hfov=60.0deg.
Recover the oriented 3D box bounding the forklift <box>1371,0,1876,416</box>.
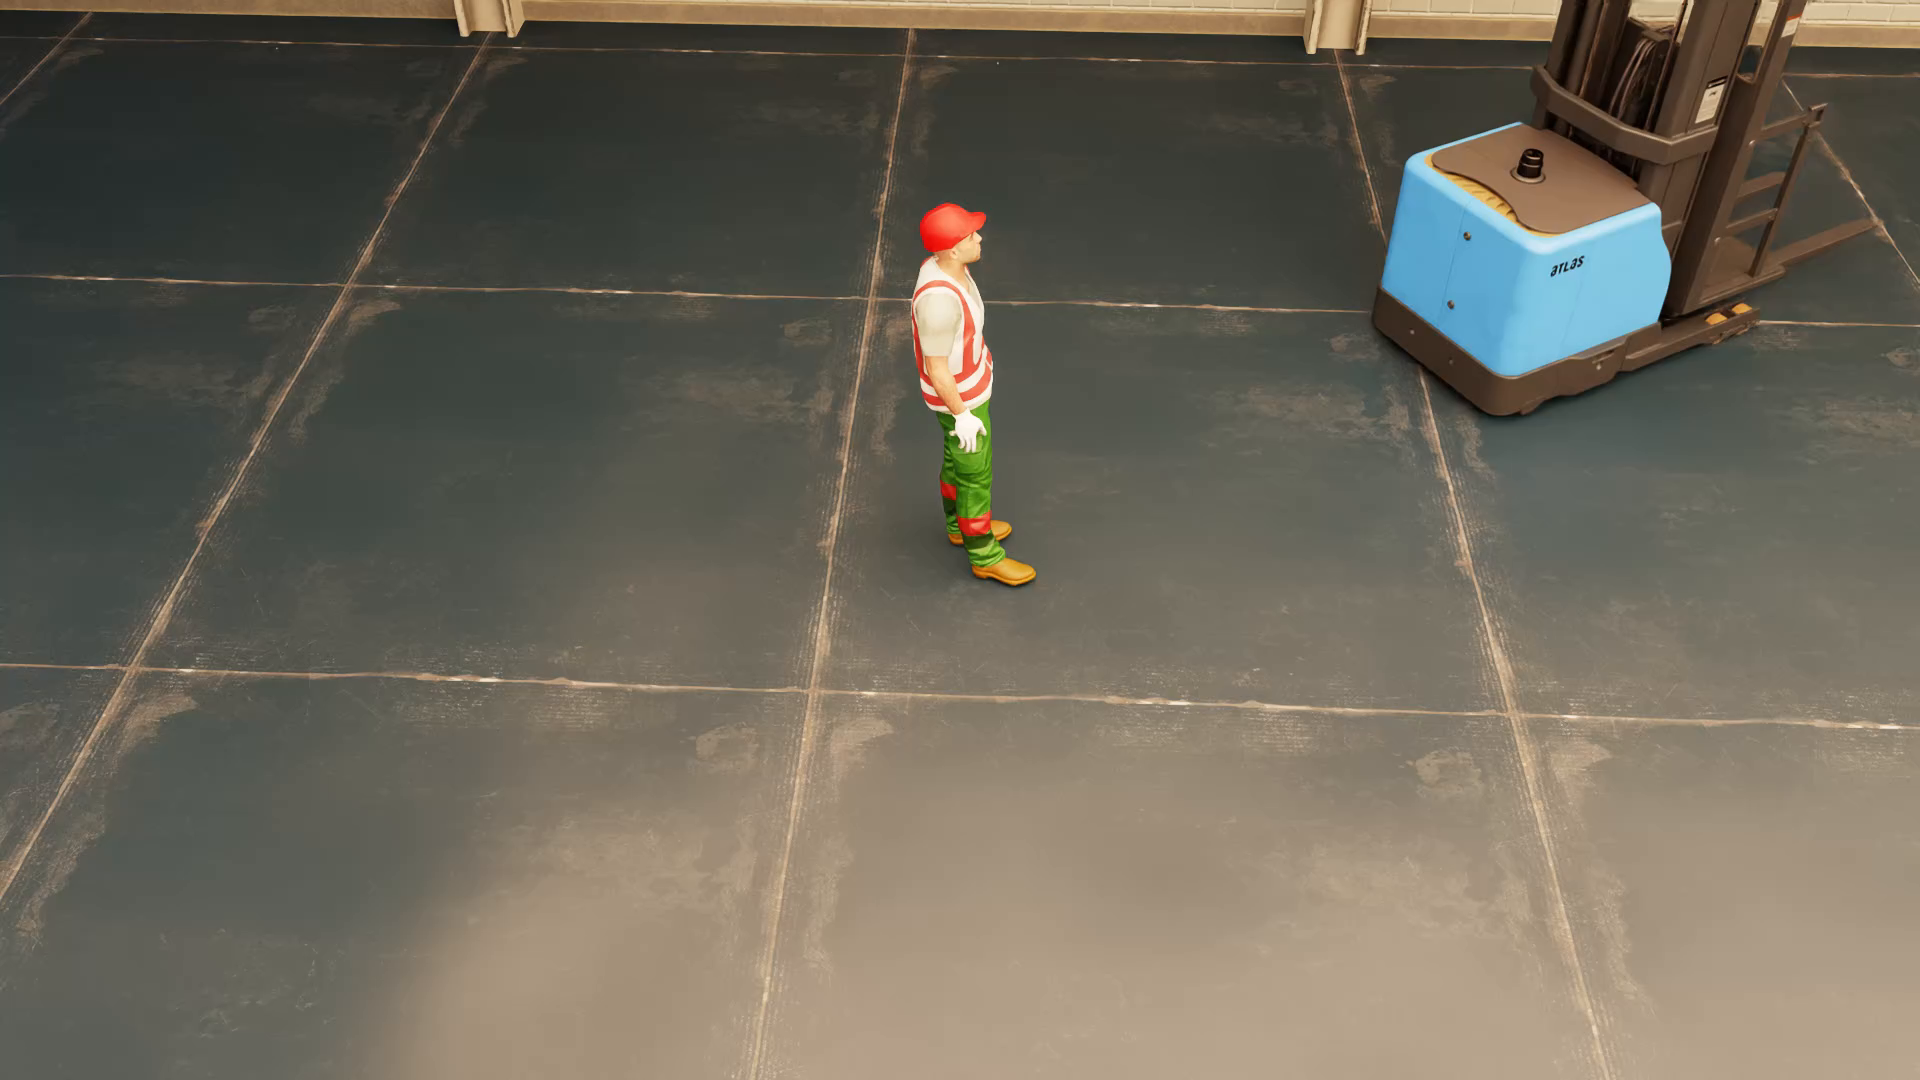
[{"bbox_3d":[3.797,-2.442,8.418,3.031,2.935,1.130,-21,46,-21],"label":"forklift"}]

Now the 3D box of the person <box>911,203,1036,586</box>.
[{"bbox_3d":[0.079,-0.655,7.296,0.564,1.787,0.637,2,42,2],"label":"person"}]
